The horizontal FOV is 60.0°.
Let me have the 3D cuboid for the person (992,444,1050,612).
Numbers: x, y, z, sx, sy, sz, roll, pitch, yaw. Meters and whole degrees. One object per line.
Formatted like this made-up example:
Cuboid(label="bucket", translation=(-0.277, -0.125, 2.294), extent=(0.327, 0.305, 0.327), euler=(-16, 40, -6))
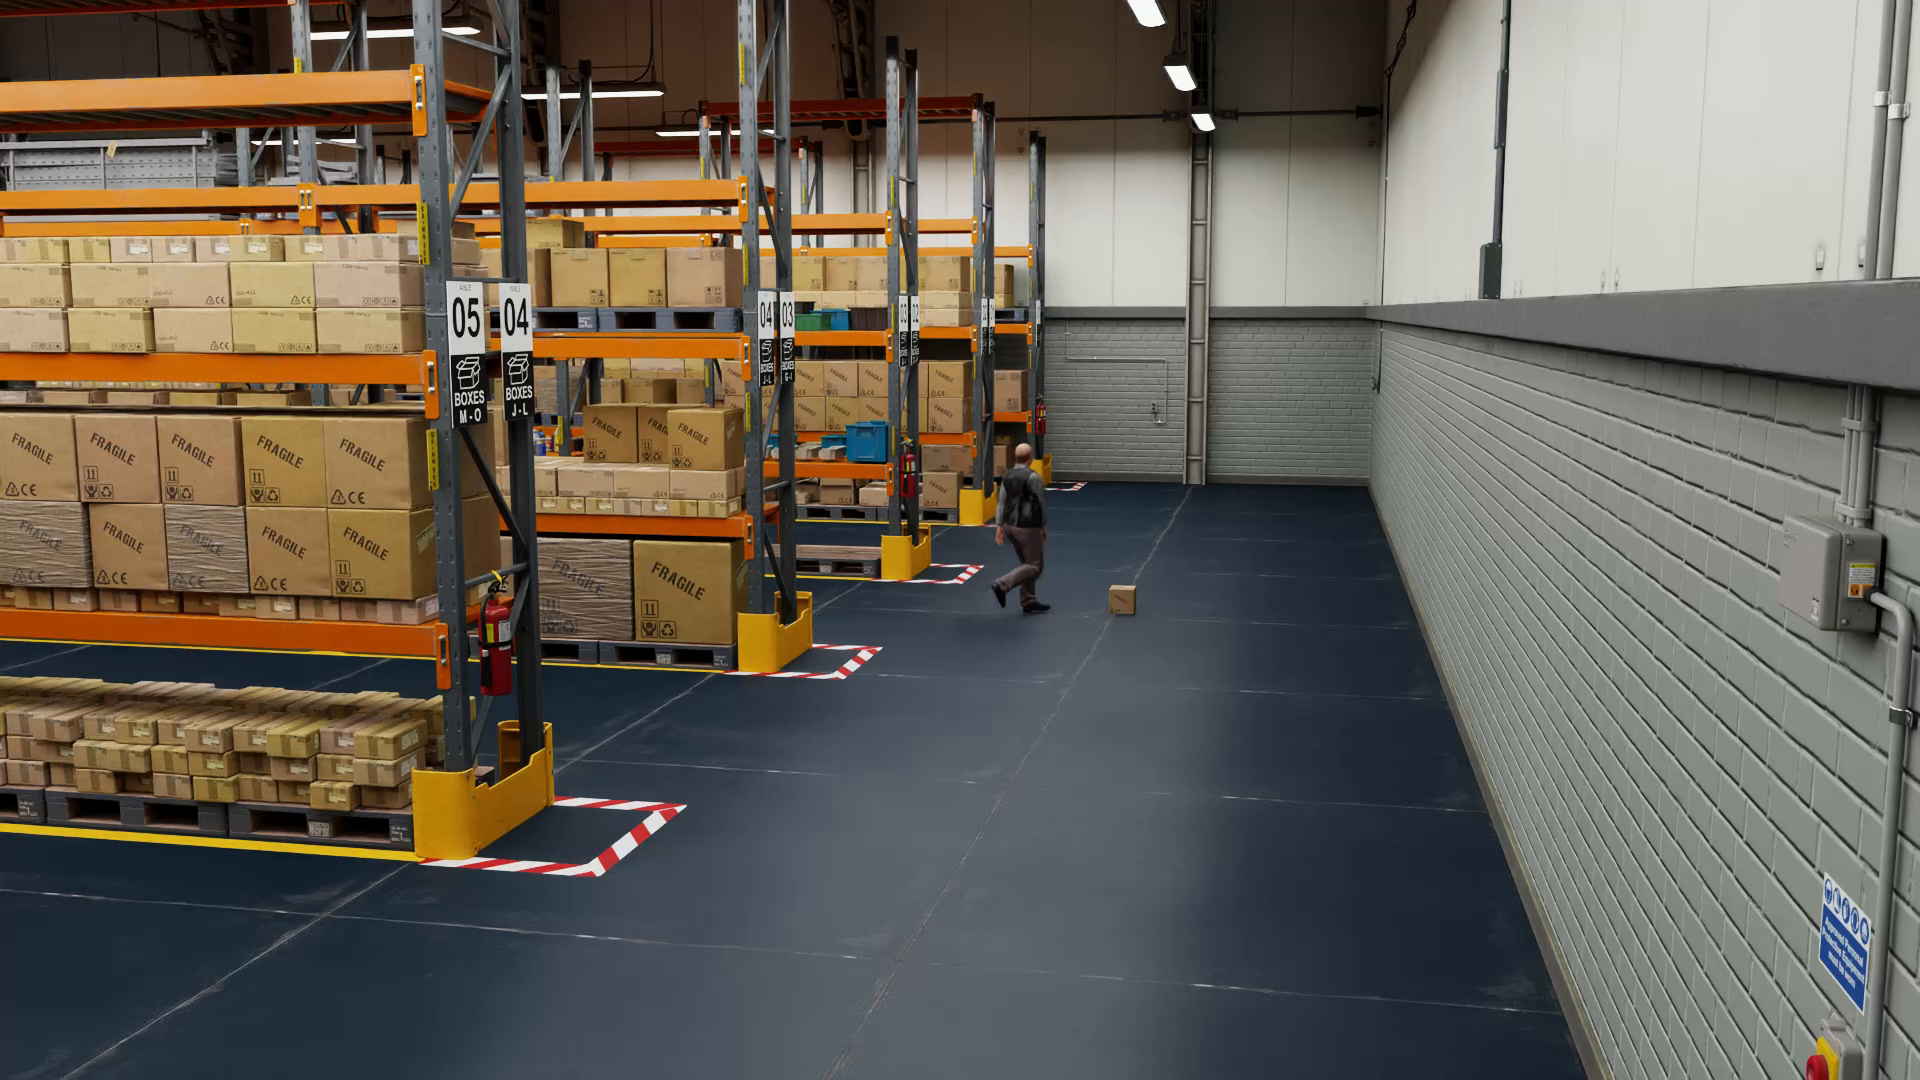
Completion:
Cuboid(label="person", translation=(0.590, -0.109, 16.664), extent=(0.737, 1.704, 0.495), euler=(-5, 9, -33))
